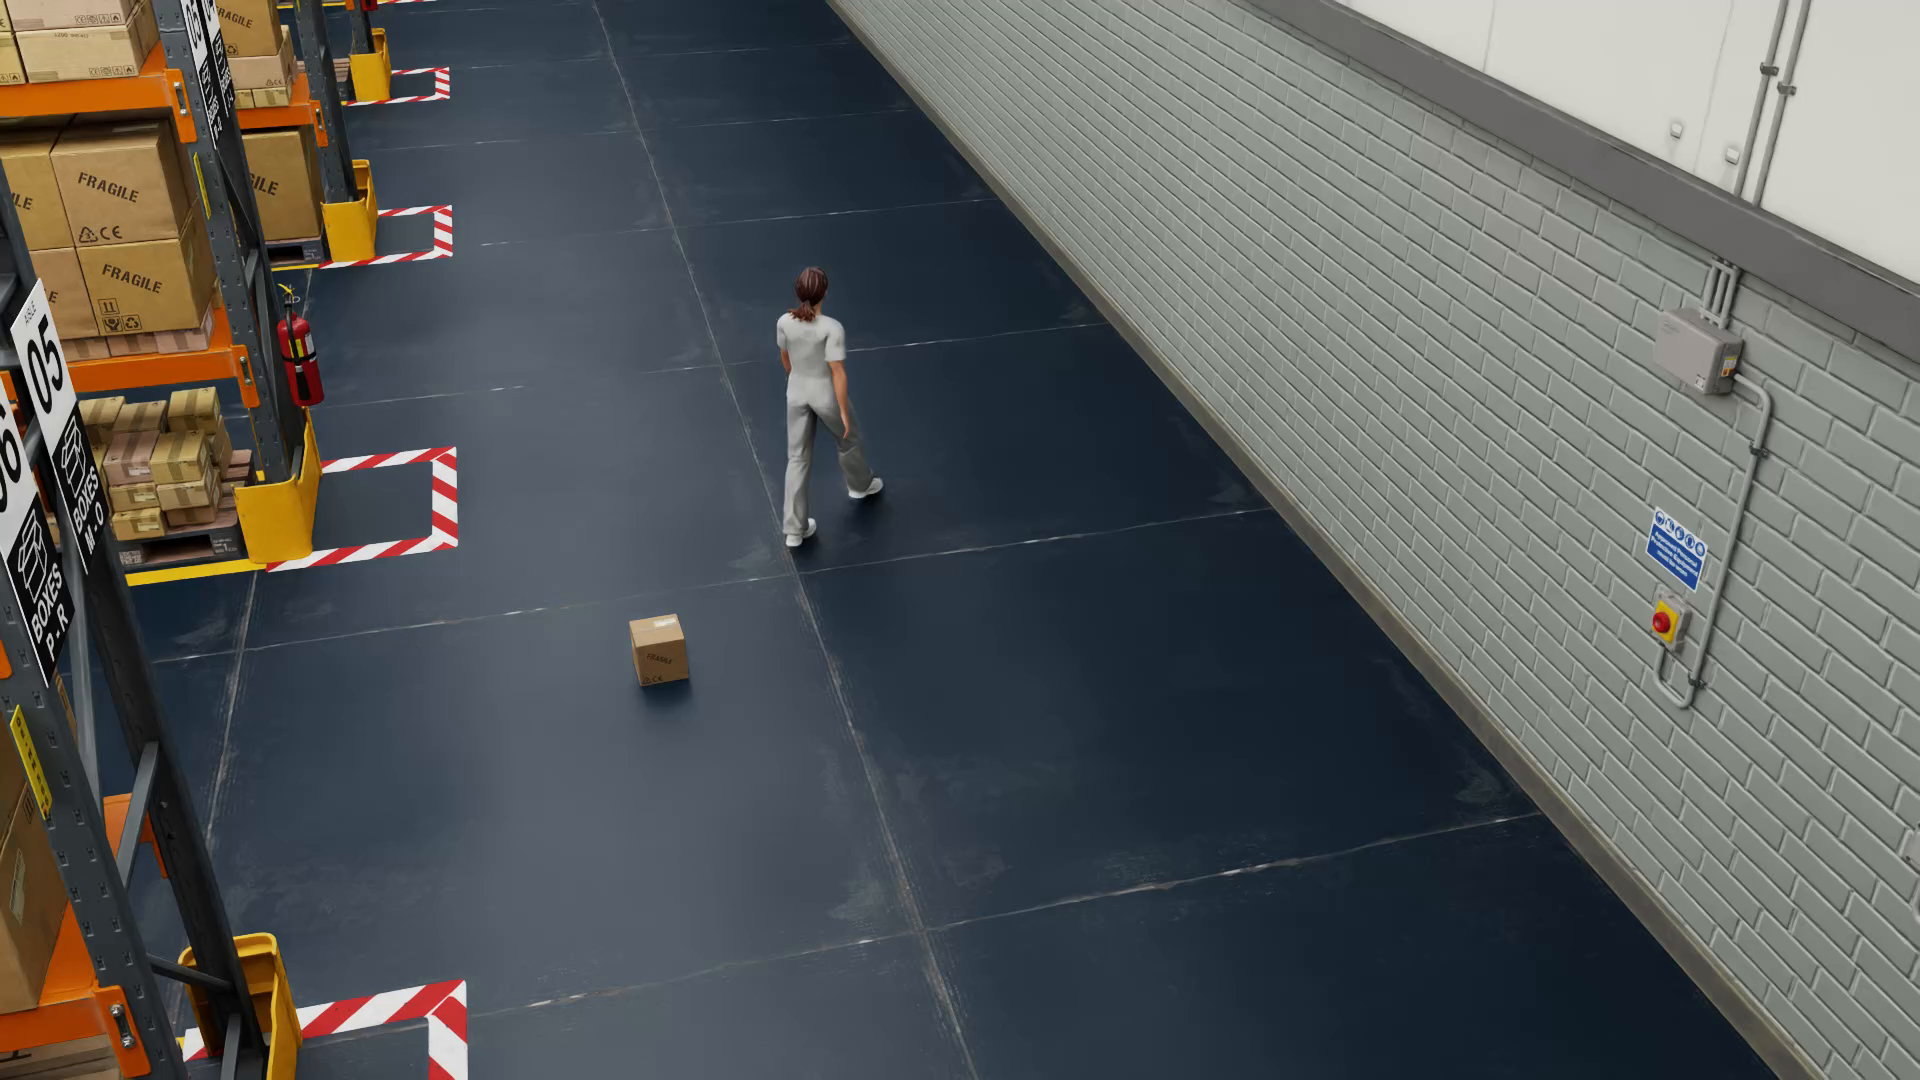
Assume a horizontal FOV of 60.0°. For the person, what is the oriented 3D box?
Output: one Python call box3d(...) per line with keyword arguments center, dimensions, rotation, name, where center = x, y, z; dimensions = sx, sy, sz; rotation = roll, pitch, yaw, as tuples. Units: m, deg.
box3d(center=(-0.796, -0.854, 9.669), dimensions=(0.480, 1.625, 0.945), rotation=(9, 31, 14), name="person")
